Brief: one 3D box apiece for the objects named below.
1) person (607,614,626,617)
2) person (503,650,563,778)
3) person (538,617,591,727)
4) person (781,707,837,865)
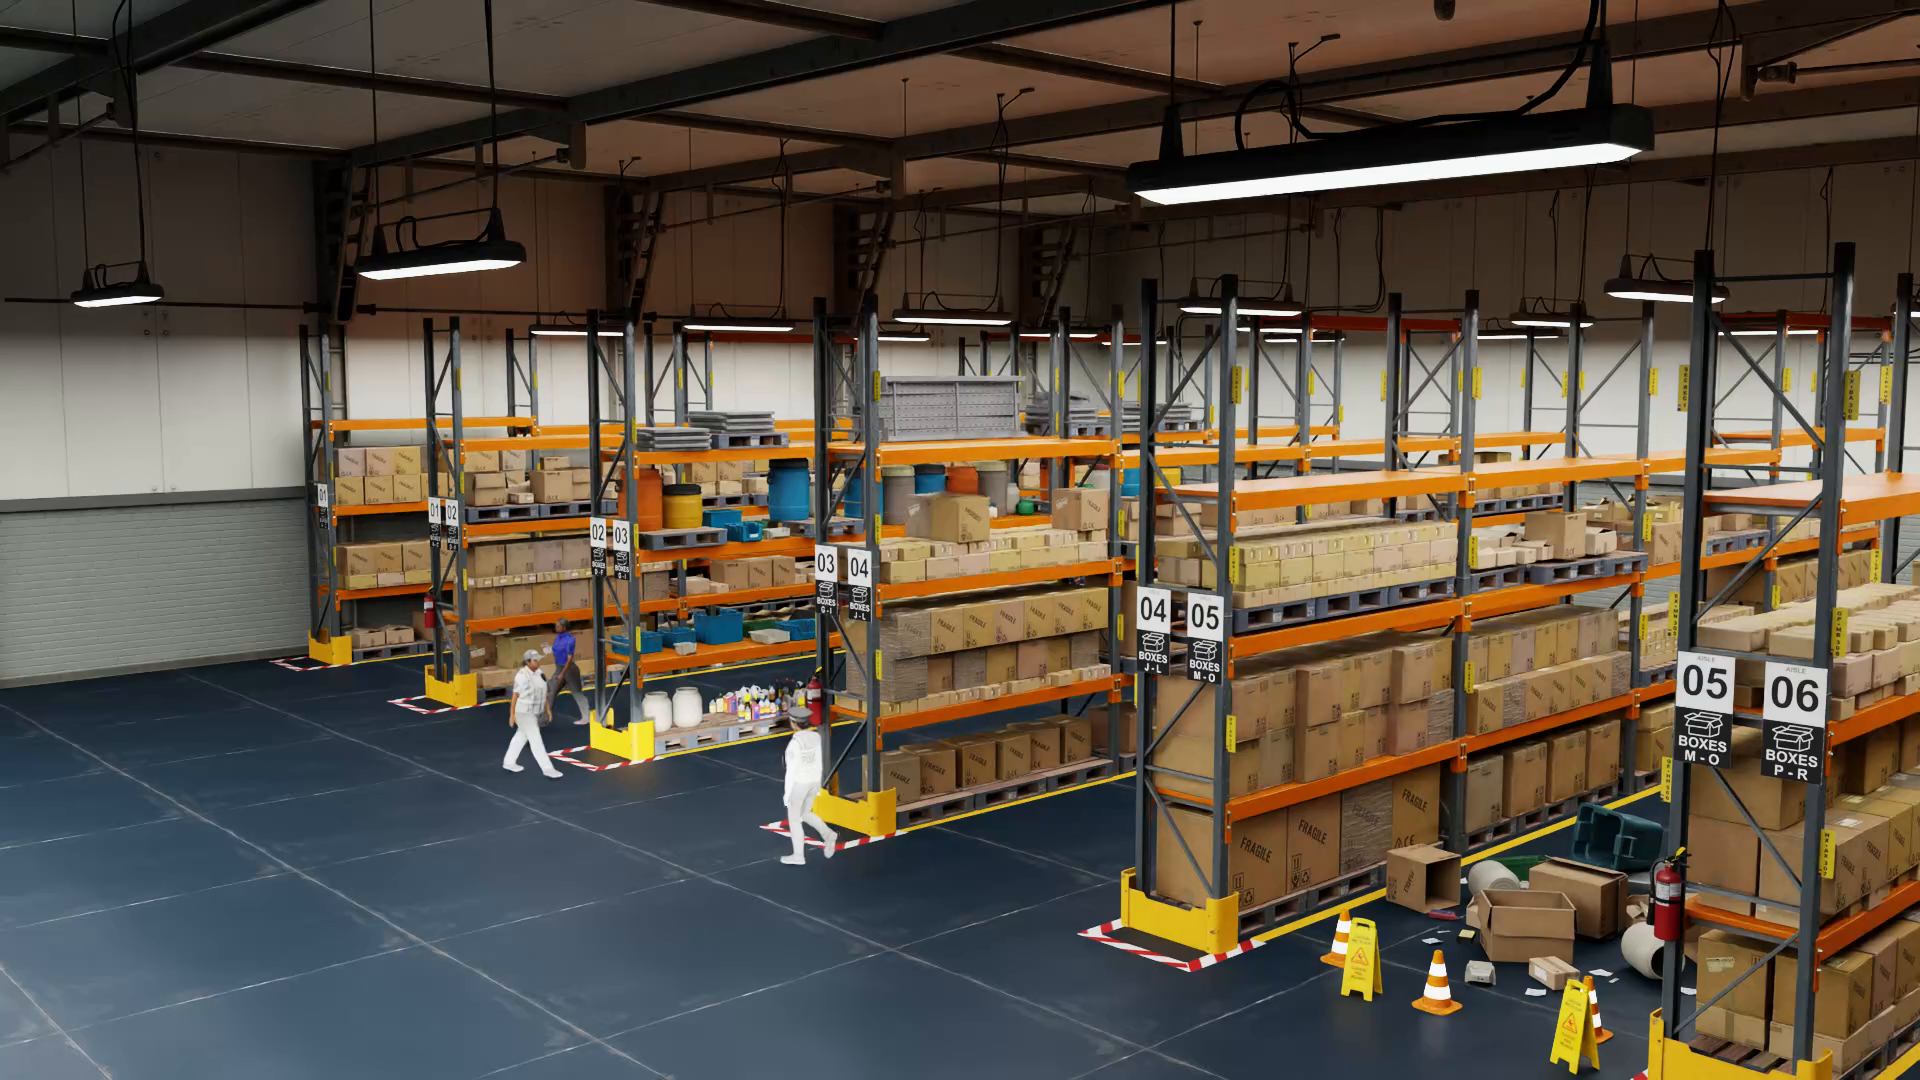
[{"bbox_3d":[-6.492,1.169,30.800,0.684,1.717,1.114,5,7,38],"label":"person"},{"bbox_3d":[-5.466,2.193,21.315,0.978,1.598,0.505,2,6,17],"label":"person"},{"bbox_3d":[-5.775,1.916,24.046,0.468,1.604,0.978,4,7,37],"label":"person"},{"bbox_3d":[-1.596,2.579,17.379,0.593,1.657,0.541,4,7,33],"label":"person"}]
